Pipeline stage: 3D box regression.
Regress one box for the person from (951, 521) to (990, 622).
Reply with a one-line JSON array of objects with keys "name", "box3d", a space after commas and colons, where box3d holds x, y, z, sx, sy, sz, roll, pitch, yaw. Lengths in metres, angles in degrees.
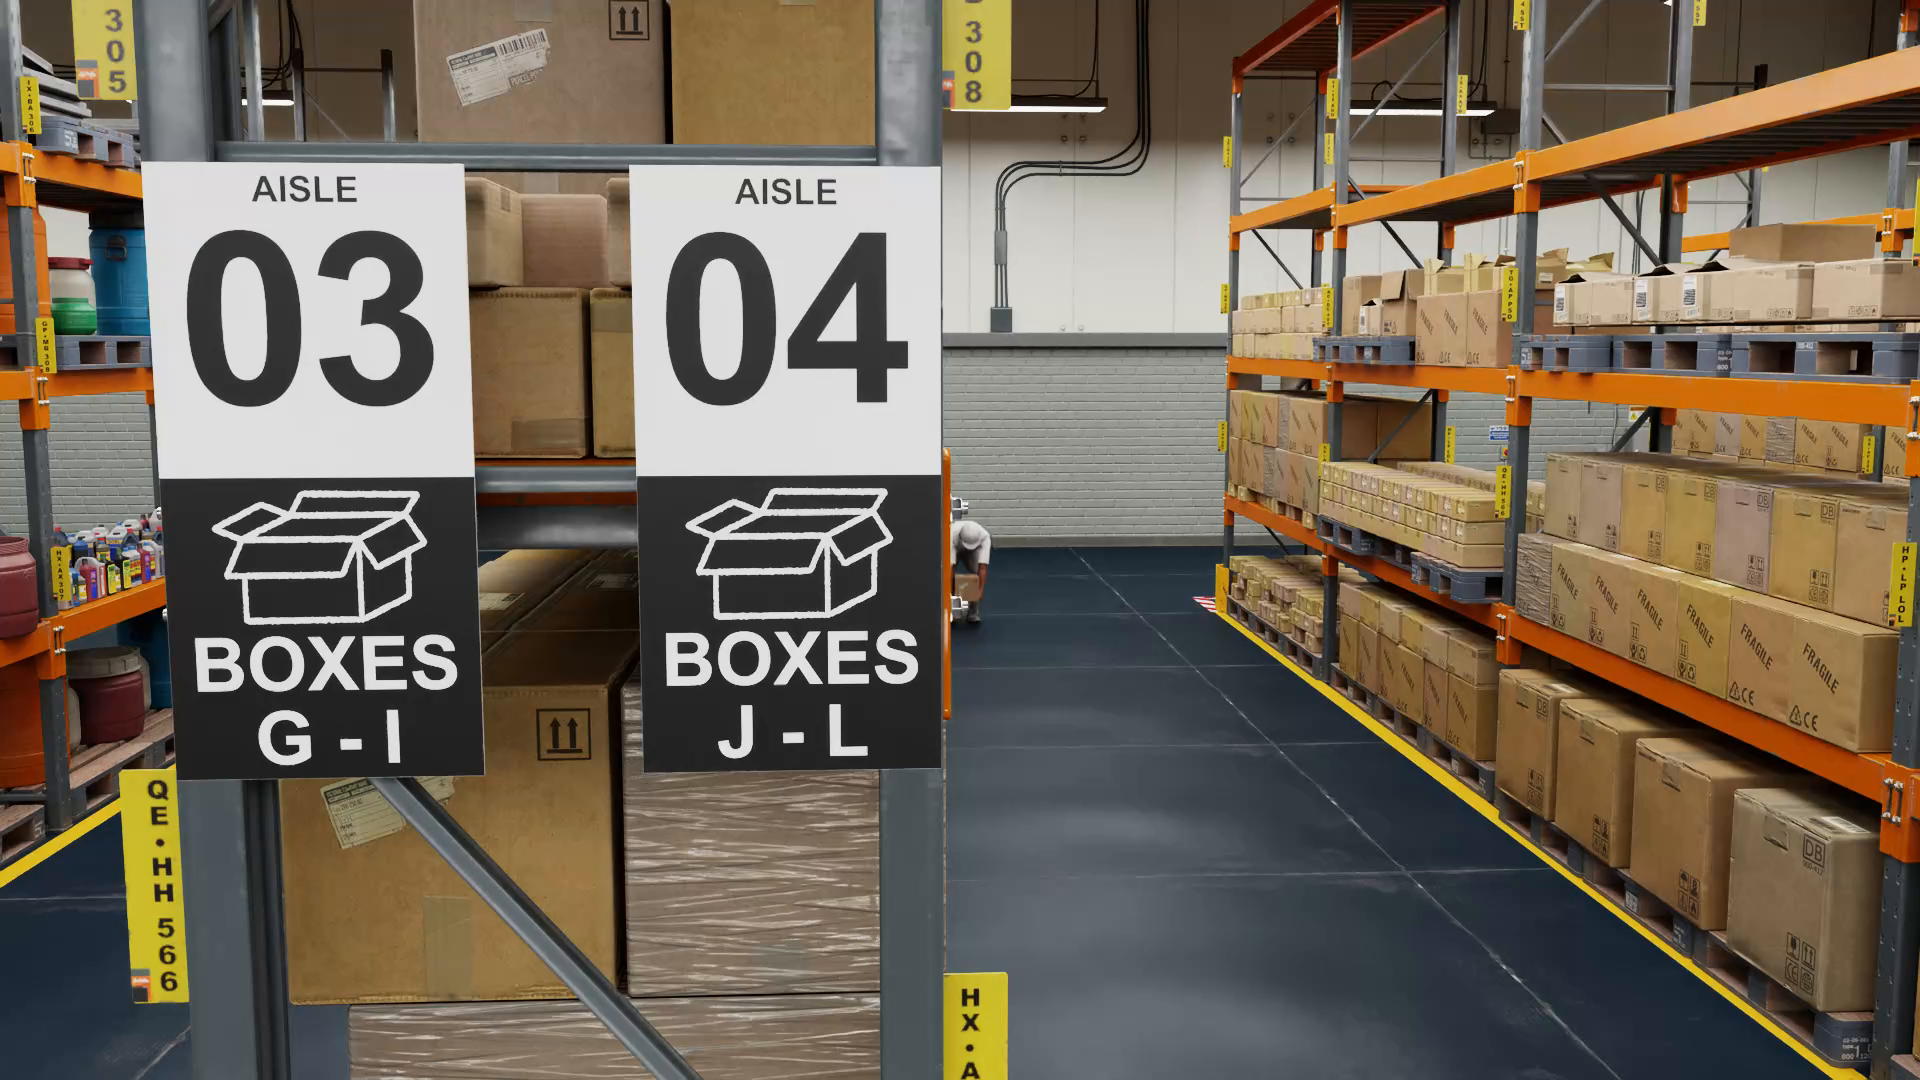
[{"name": "person", "box3d": [0.056, 0.327, 17.610, 0.513, 1.123, 0.962, -1, 7, -7]}]
